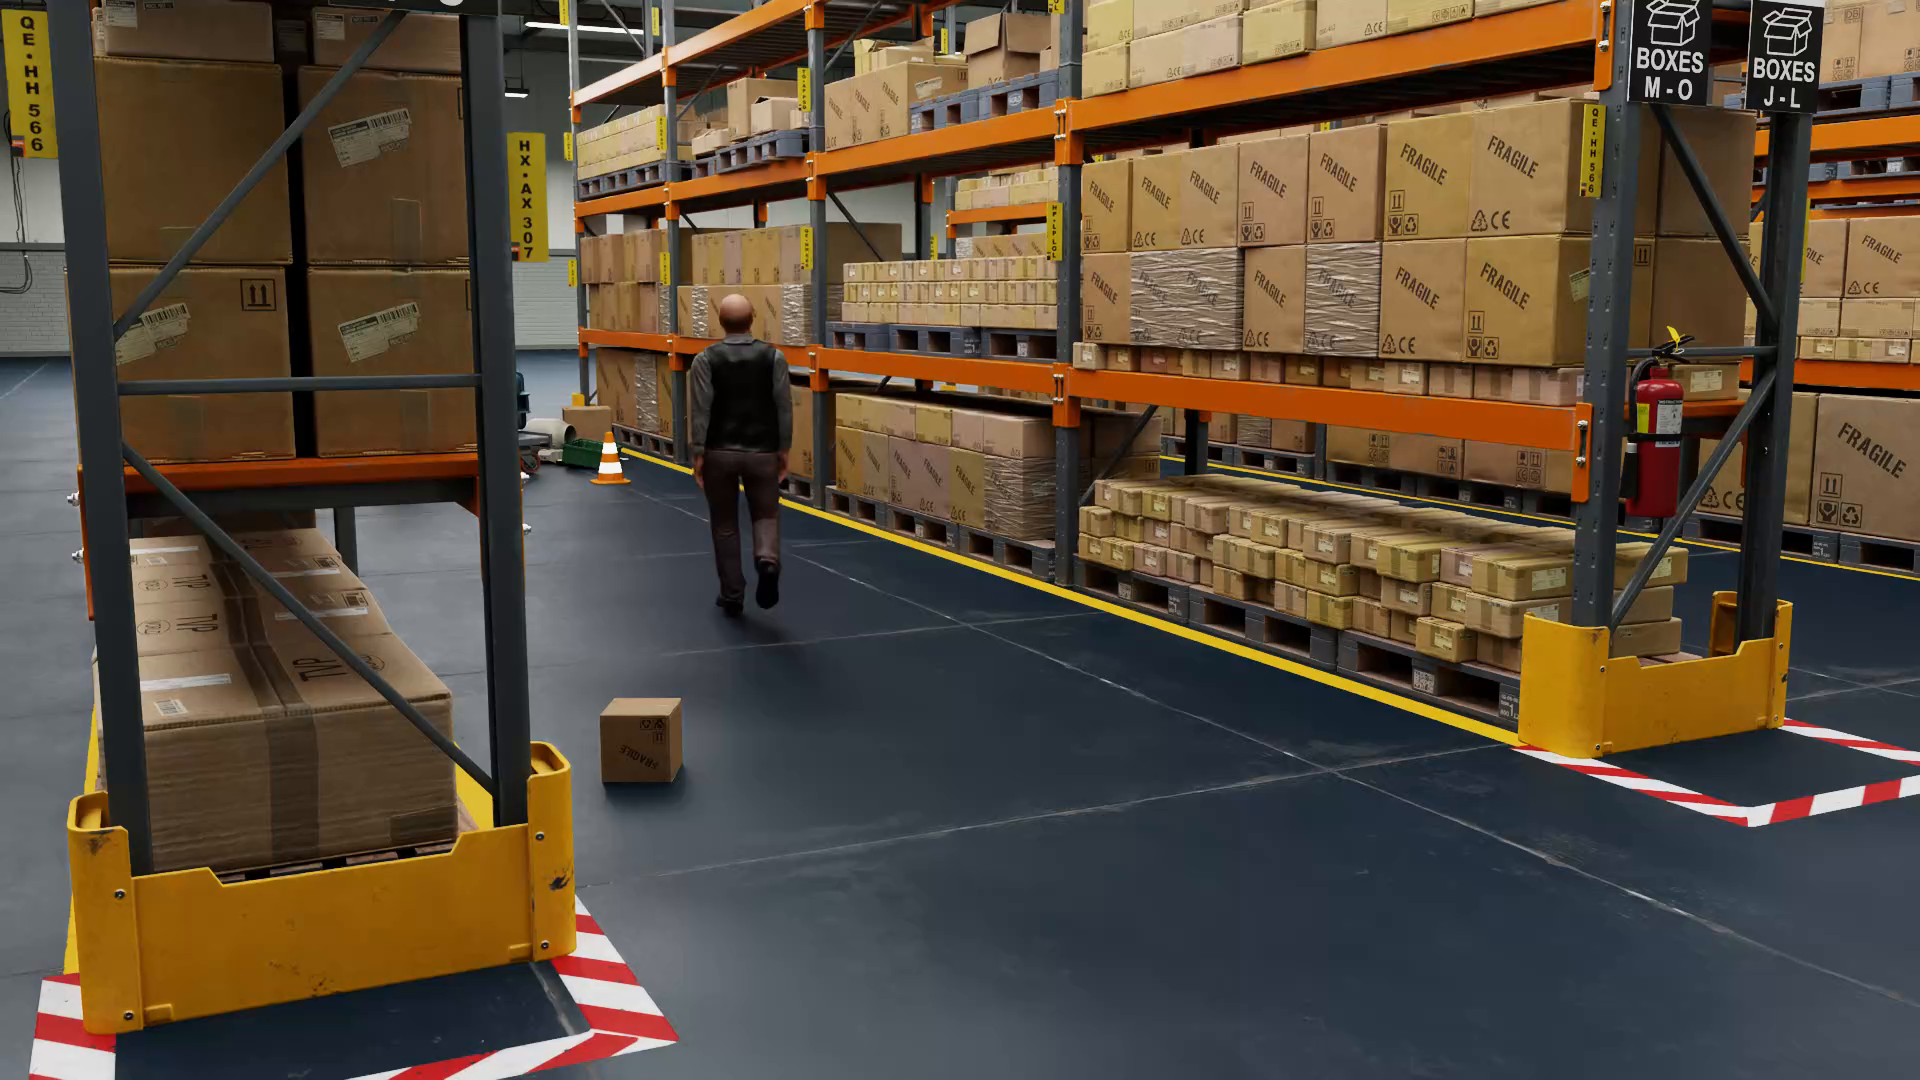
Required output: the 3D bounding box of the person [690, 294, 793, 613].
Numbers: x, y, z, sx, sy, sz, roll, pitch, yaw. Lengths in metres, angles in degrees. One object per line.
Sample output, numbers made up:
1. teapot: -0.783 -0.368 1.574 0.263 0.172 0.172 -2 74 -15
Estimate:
1. person: -1.151 -0.443 8.817 0.542 1.703 0.697 -2 9 -14
